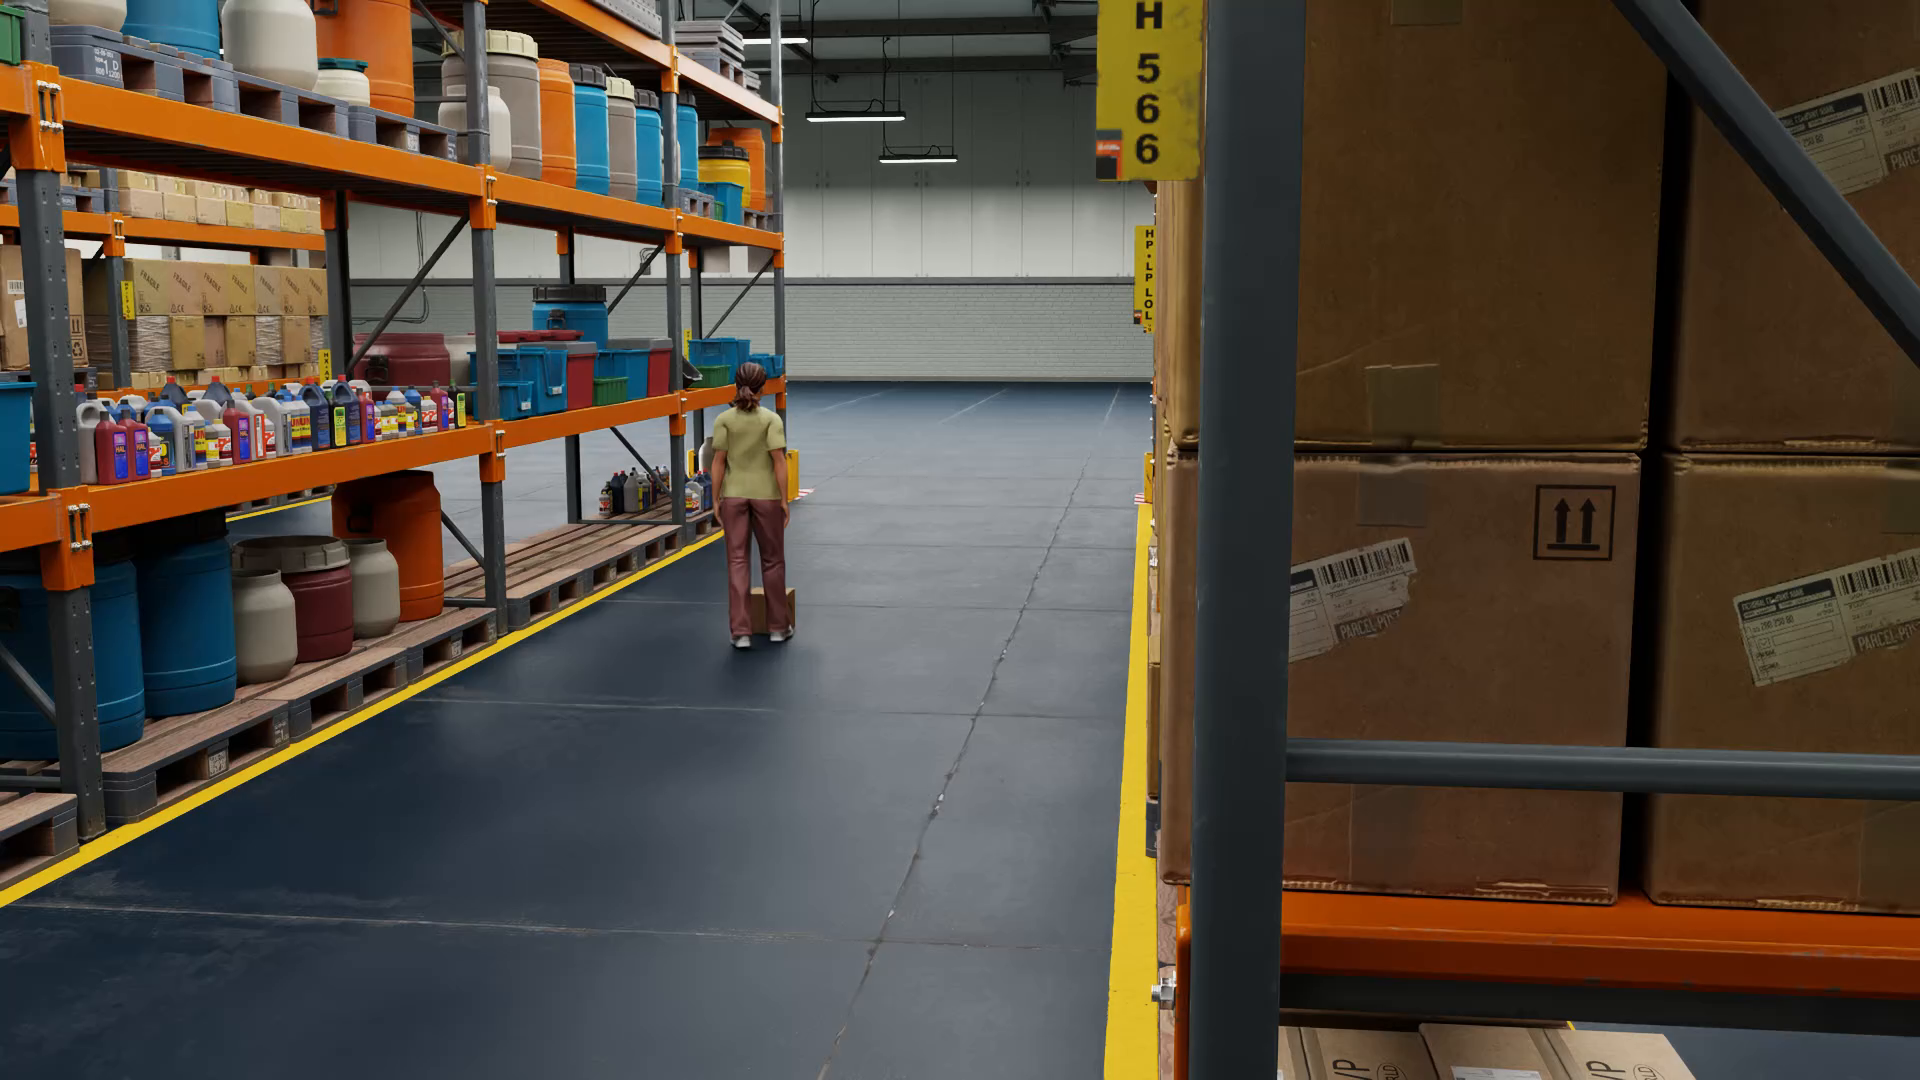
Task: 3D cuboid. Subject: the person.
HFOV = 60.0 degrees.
[{"bbox_3d":[-1.227,-0.219,9.857,0.459,1.673,0.551,0,8,-1],"label":"person"}]
